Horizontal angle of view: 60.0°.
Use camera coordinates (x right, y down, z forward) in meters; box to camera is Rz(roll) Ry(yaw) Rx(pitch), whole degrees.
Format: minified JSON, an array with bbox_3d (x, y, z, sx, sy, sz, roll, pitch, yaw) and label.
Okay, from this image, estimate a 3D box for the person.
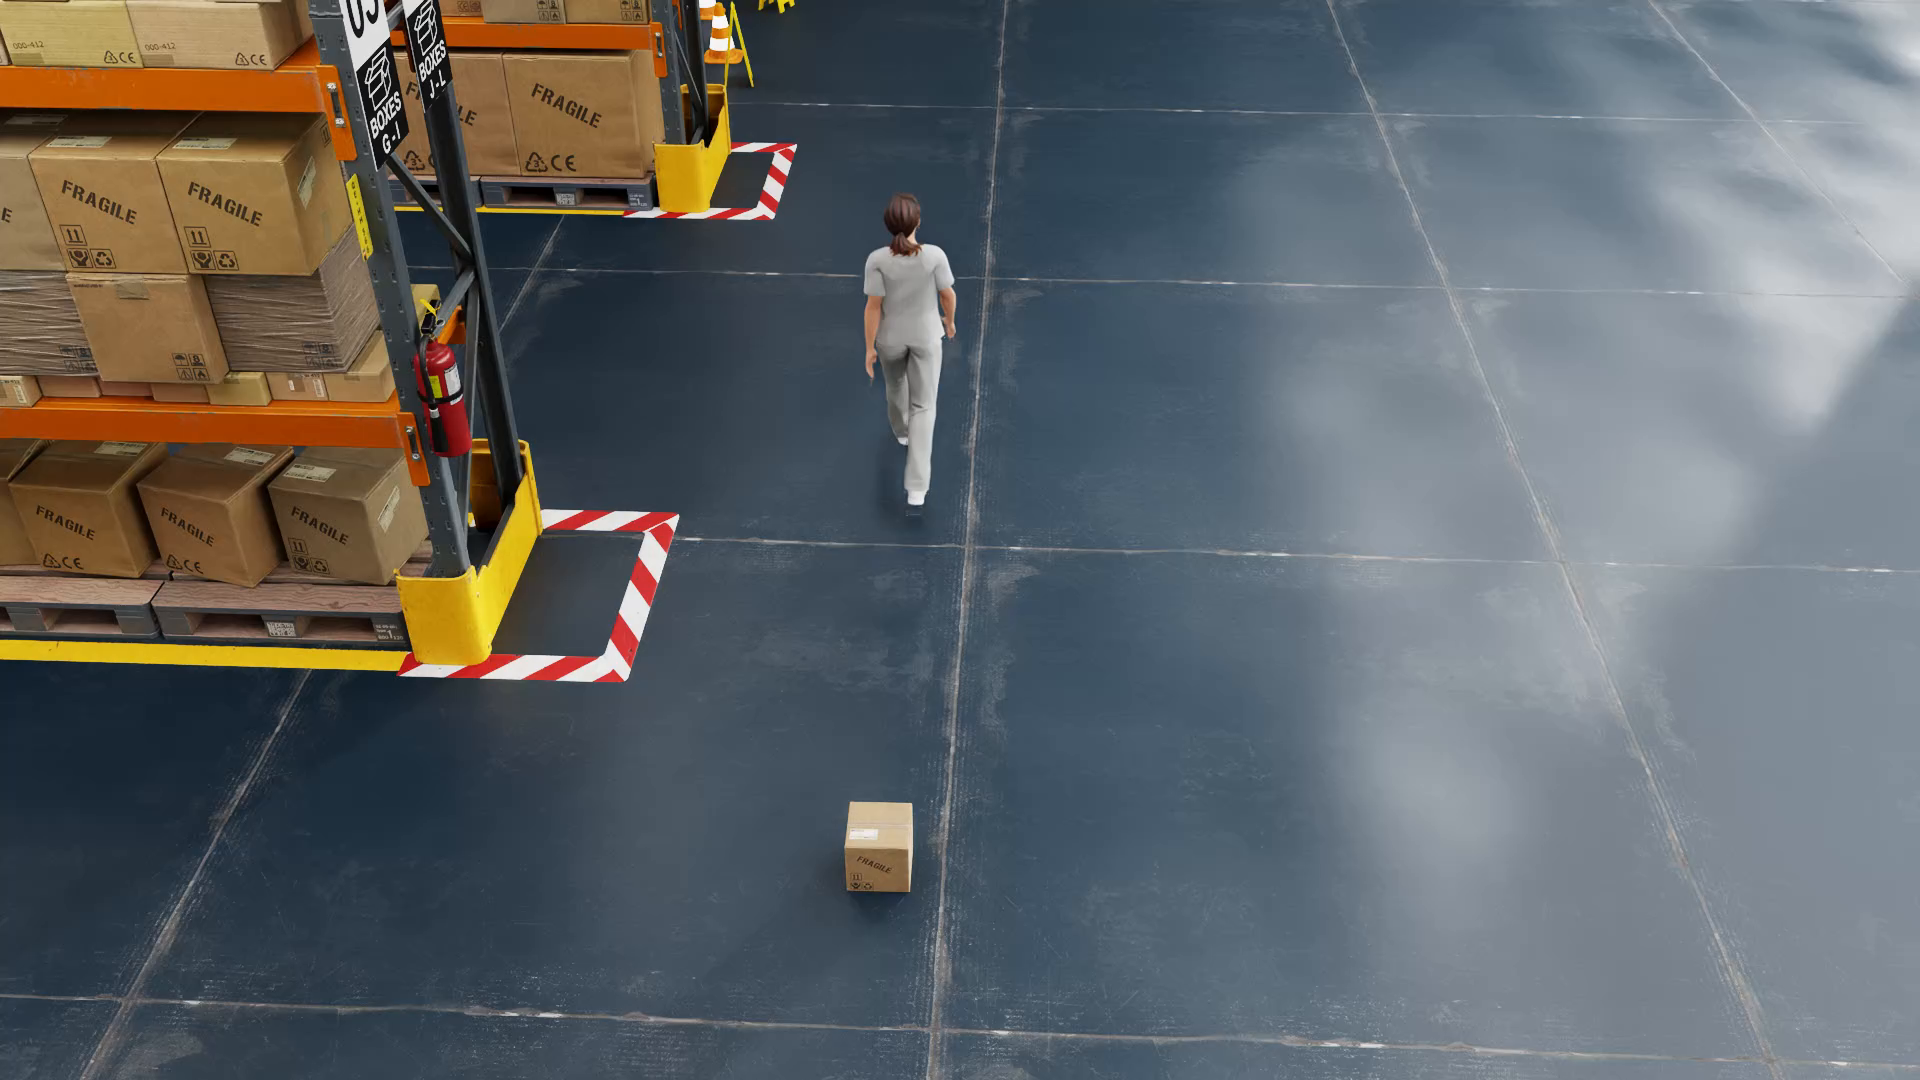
[{"bbox_3d":[-0.252,-1.056,8.582,0.460,1.622,1.020,1,36,1],"label":"person"}]
